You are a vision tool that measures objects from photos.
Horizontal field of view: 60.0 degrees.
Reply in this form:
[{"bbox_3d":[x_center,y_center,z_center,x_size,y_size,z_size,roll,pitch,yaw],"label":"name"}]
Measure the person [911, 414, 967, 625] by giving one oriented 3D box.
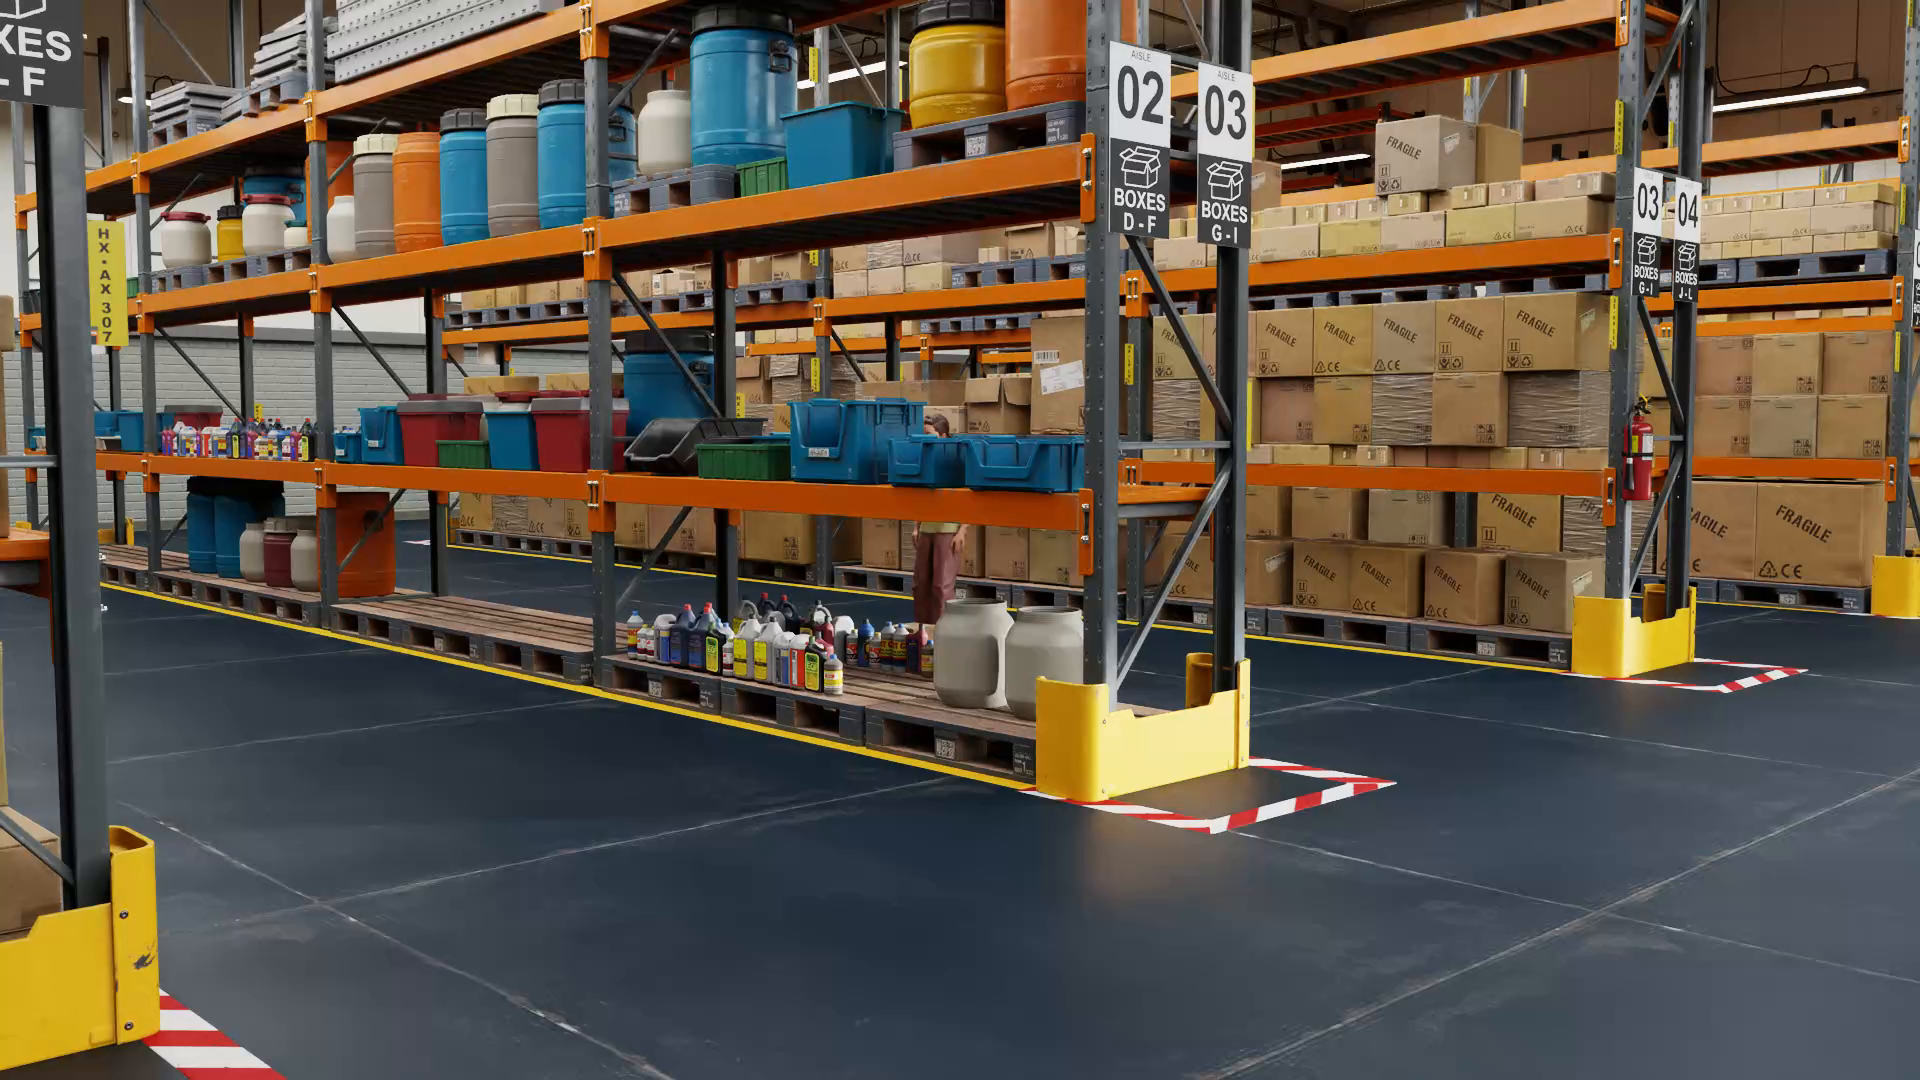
[{"bbox_3d":[-0.162,-0.022,11.308,0.405,1.673,0.499,-4,6,-43],"label":"person"}]
